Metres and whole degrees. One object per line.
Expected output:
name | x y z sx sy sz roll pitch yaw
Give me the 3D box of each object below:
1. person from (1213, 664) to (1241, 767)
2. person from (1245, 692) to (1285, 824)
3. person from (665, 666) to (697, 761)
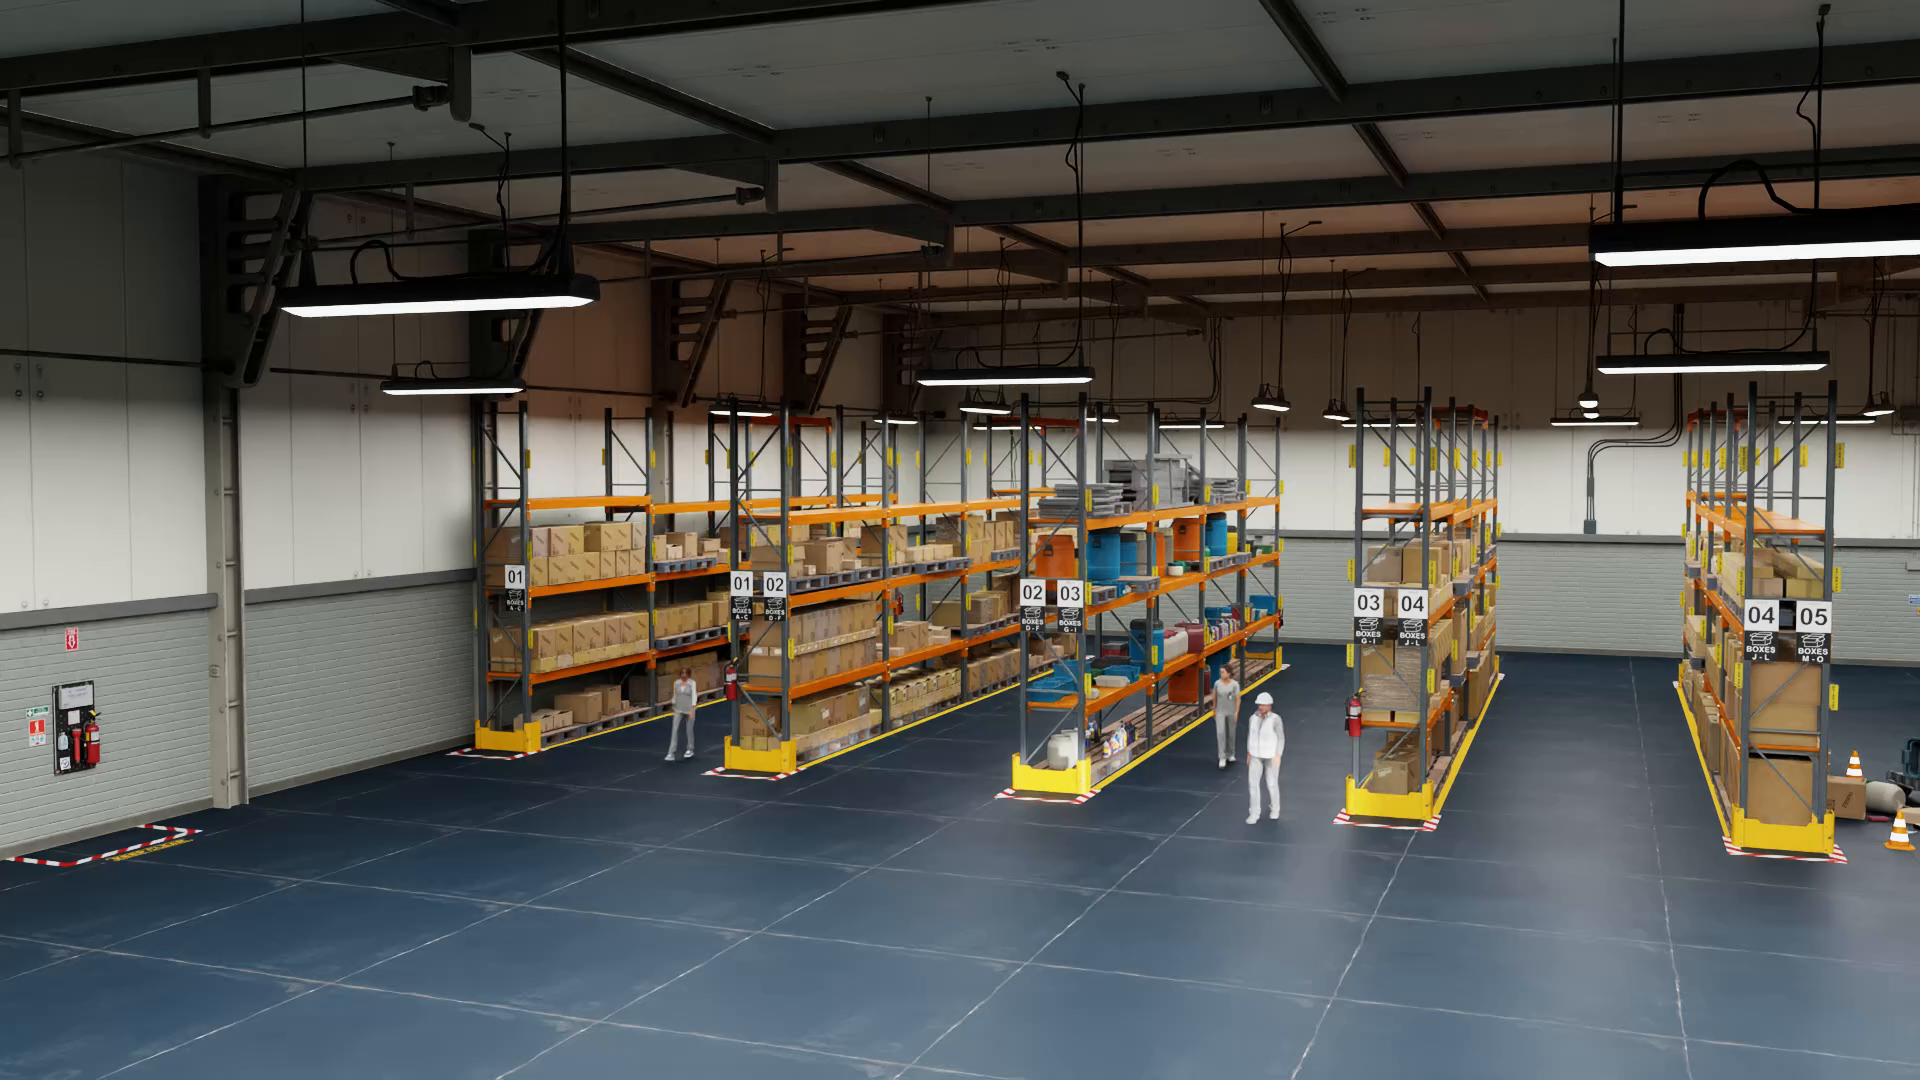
person | 4.344 2.840 27.120 0.469 1.631 0.948 1 3 13
person | 4.206 3.006 23.004 0.591 1.799 0.632 2 4 38
person | -4.597 2.867 27.585 0.465 1.564 0.828 0 3 3
